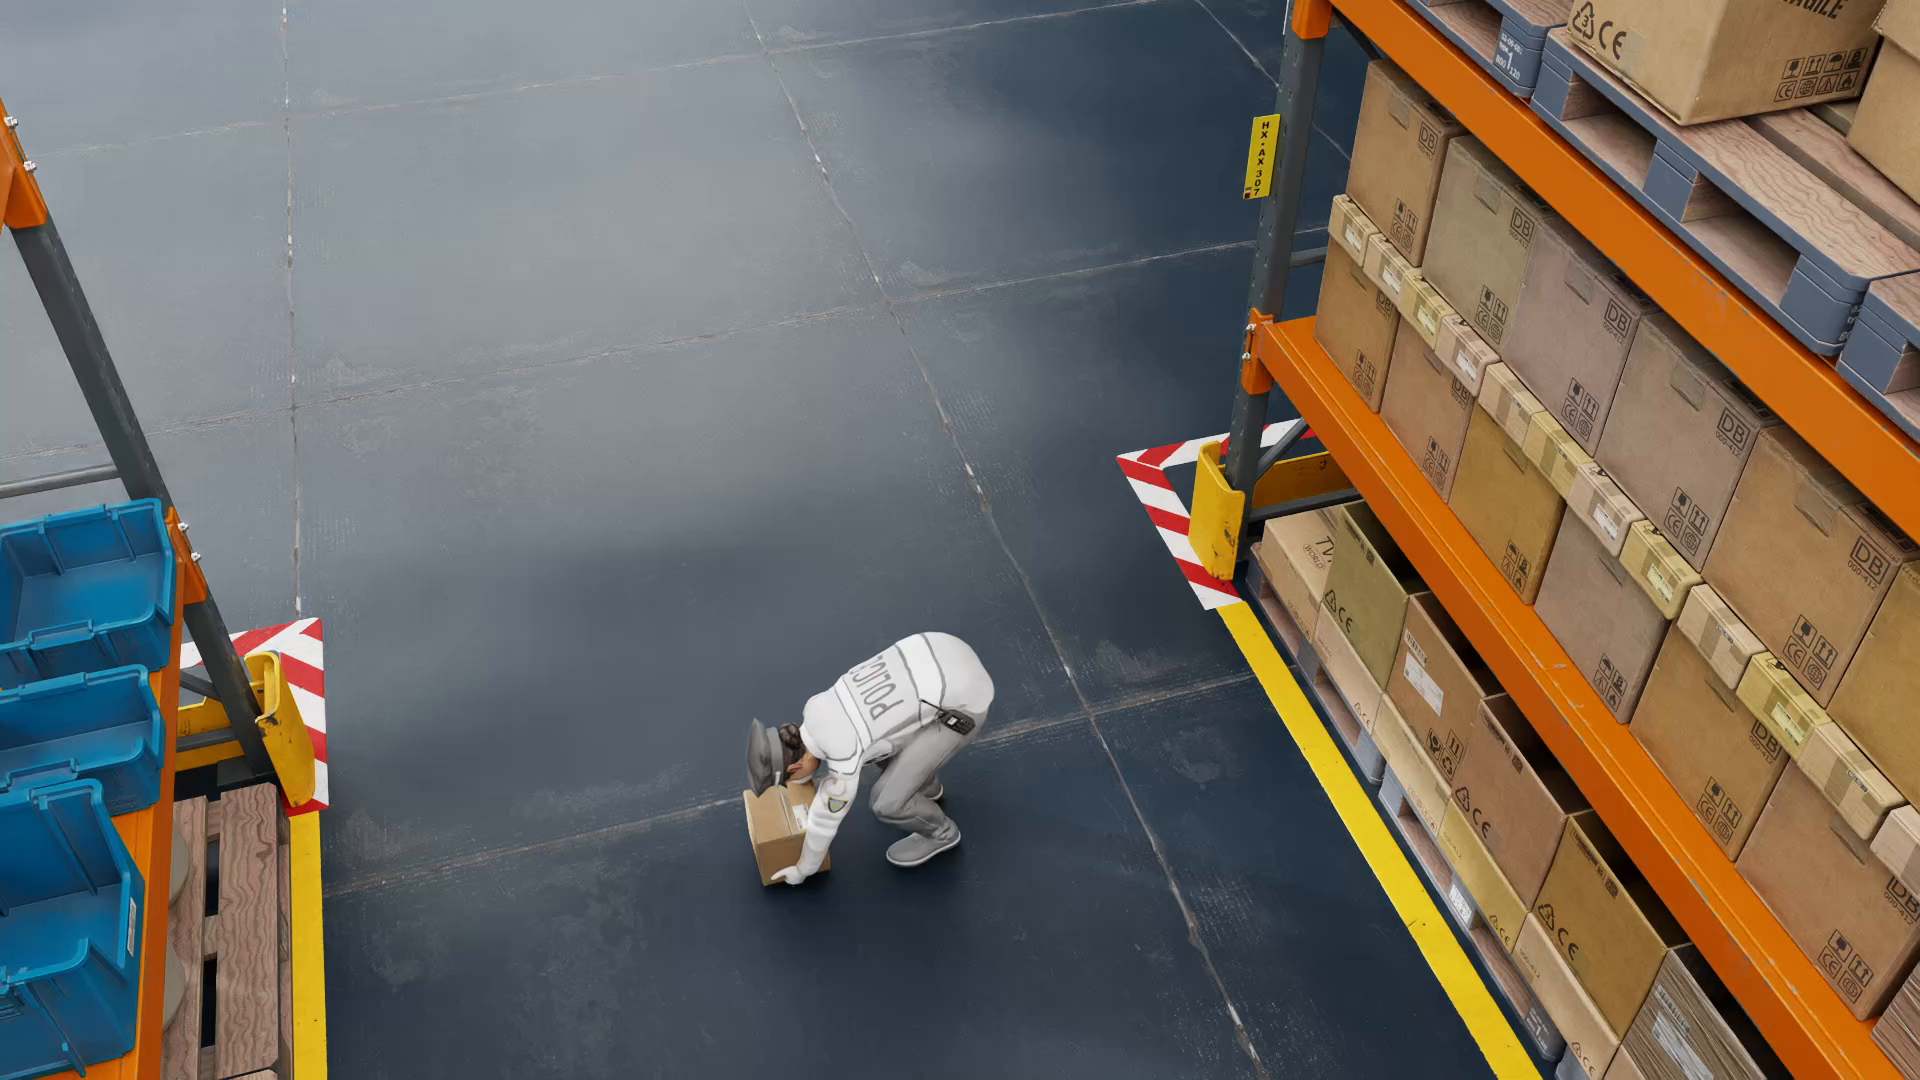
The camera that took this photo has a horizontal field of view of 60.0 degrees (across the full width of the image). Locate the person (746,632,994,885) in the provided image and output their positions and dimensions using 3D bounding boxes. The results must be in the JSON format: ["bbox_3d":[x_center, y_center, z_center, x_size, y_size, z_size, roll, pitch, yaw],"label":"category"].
[{"bbox_3d":[-0.318,0.782,5.891,0.880,0.875,0.464,-14,44,-15],"label":"person"}]
